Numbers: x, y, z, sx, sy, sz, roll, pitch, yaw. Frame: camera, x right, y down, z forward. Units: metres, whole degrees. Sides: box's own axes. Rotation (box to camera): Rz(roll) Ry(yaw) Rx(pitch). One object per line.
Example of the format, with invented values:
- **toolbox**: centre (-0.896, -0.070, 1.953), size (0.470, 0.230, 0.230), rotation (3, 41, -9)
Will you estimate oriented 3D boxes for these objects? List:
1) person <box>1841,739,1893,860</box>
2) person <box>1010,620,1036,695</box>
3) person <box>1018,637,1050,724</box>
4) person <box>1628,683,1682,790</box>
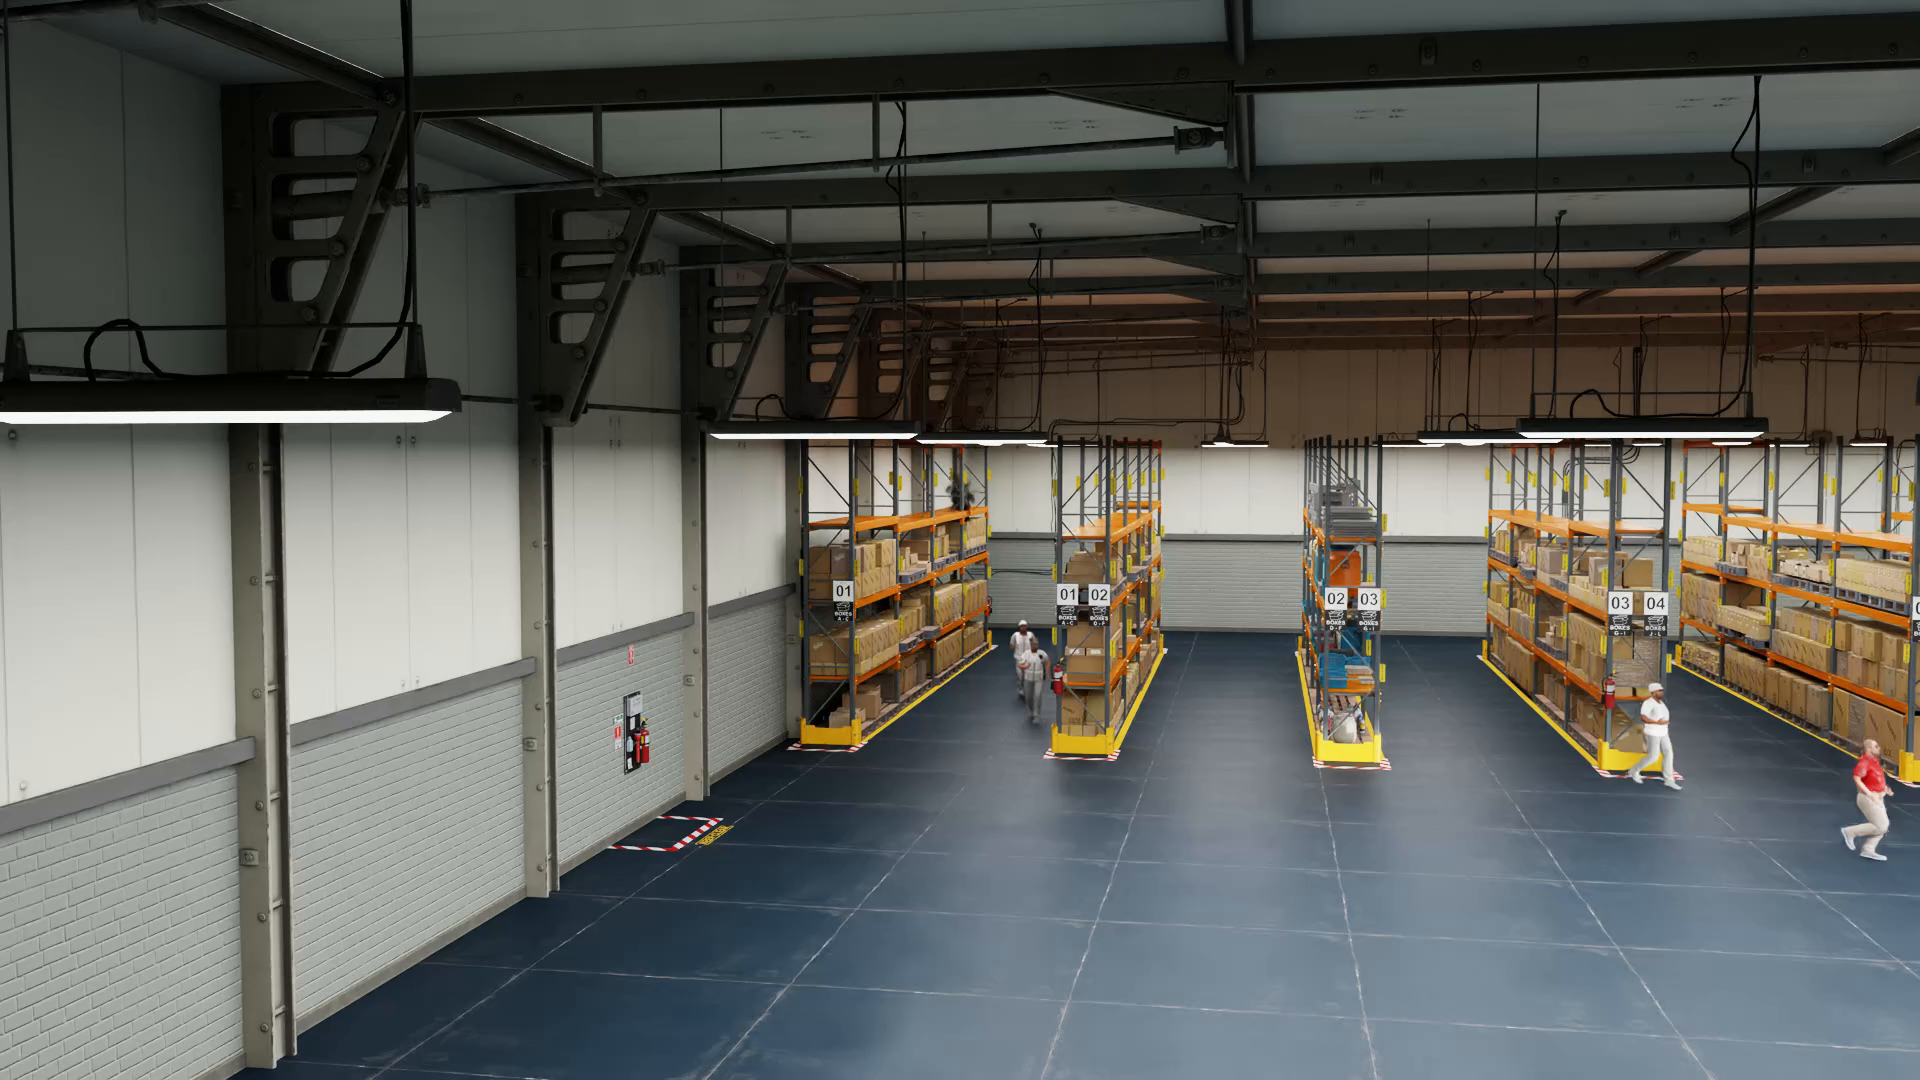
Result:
- **person**: centre (12.712, 3.627, 23.290), size (0.599, 1.684, 0.670), rotation (2, 4, 36)
- **person**: centre (1.480, 2.763, 38.421), size (0.657, 1.803, 0.667), rotation (0, 3, -2)
- **person**: centre (1.559, 2.923, 34.985), size (0.662, 1.763, 0.987), rotation (0, 3, 7)
- **person**: centre (11.779, 3.306, 28.157), size (0.705, 1.781, 0.862), rotation (-3, 4, -39)
